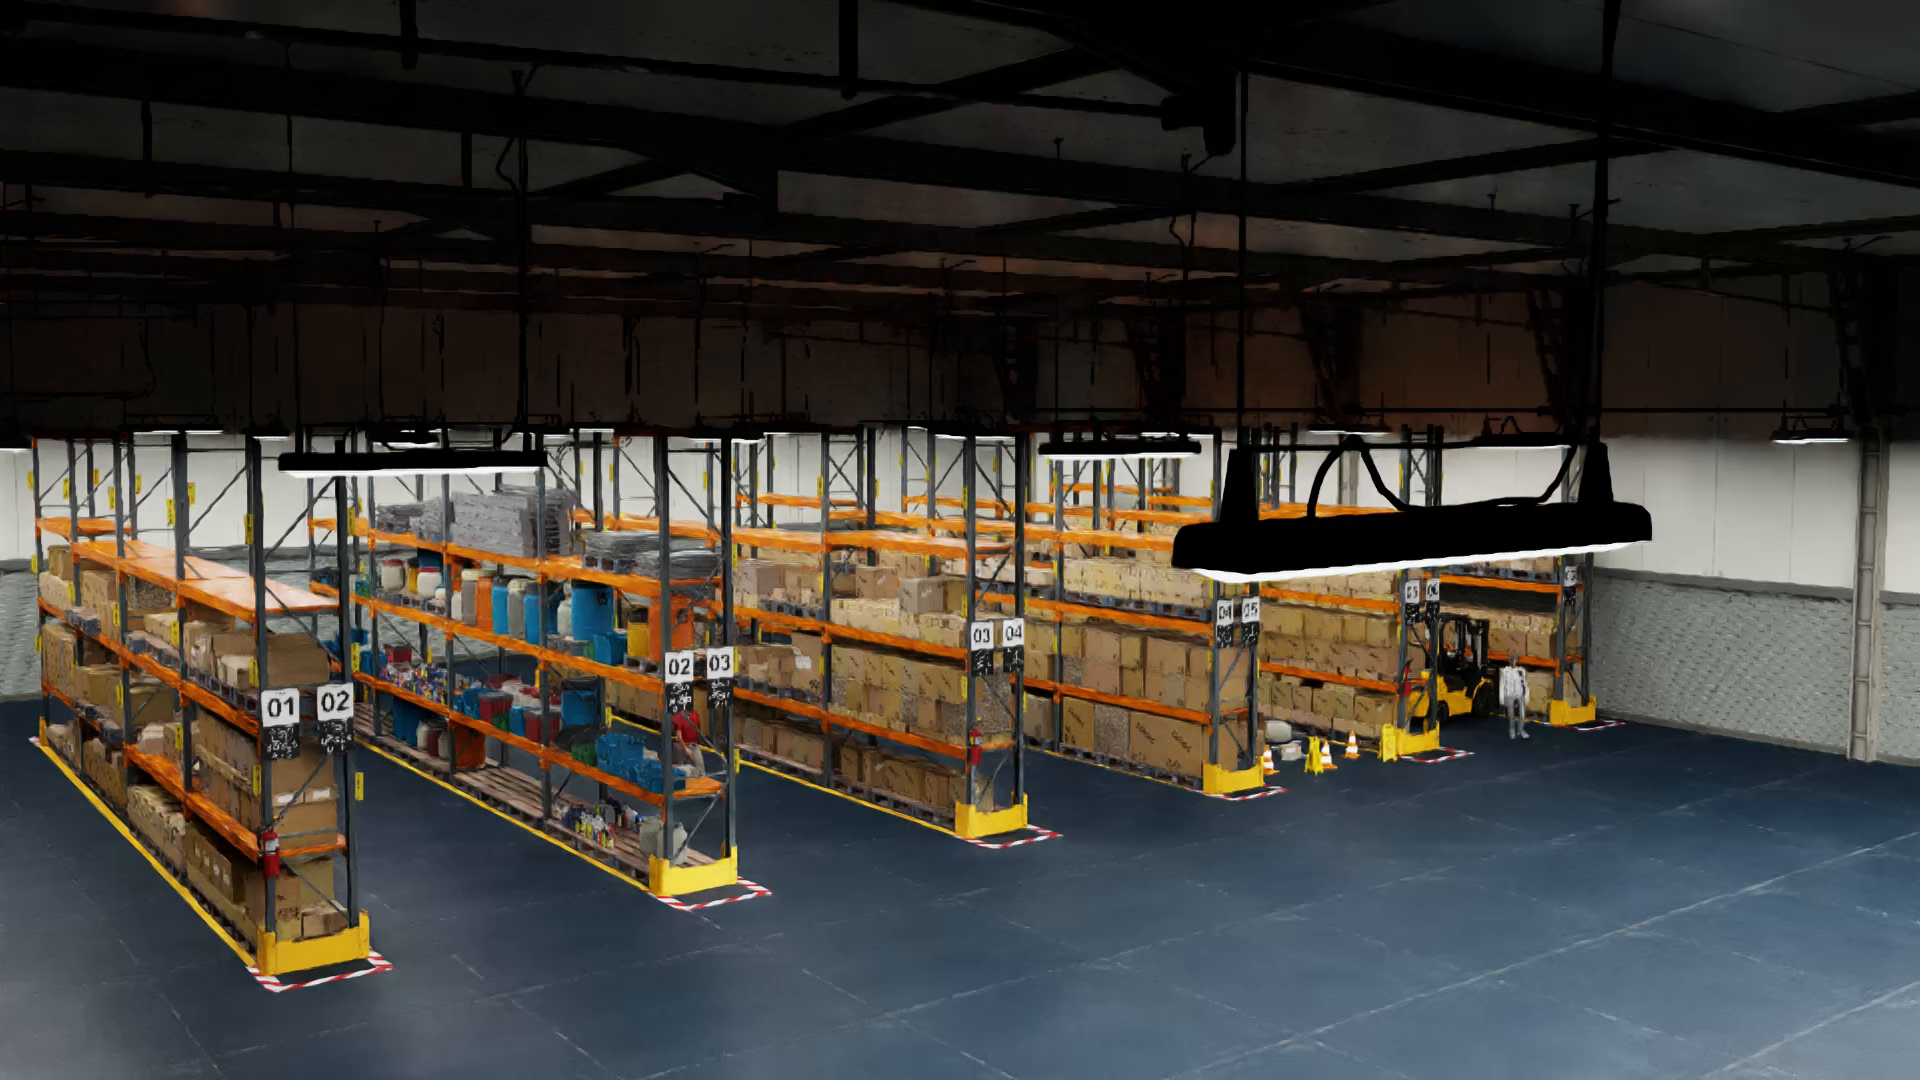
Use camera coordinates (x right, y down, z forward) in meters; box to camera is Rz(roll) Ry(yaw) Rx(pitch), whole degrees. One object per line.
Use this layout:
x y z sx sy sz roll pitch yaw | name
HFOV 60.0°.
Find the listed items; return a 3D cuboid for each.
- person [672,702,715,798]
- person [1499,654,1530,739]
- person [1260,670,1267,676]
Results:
-4.434 3.363 27.057 1.037 1.657 0.536 4 6 45 | person
10.634 2.998 31.870 0.576 1.652 0.412 1 5 16 | person
6.592 2.666 36.416 0.450 1.599 0.467 0 5 -6 | person
